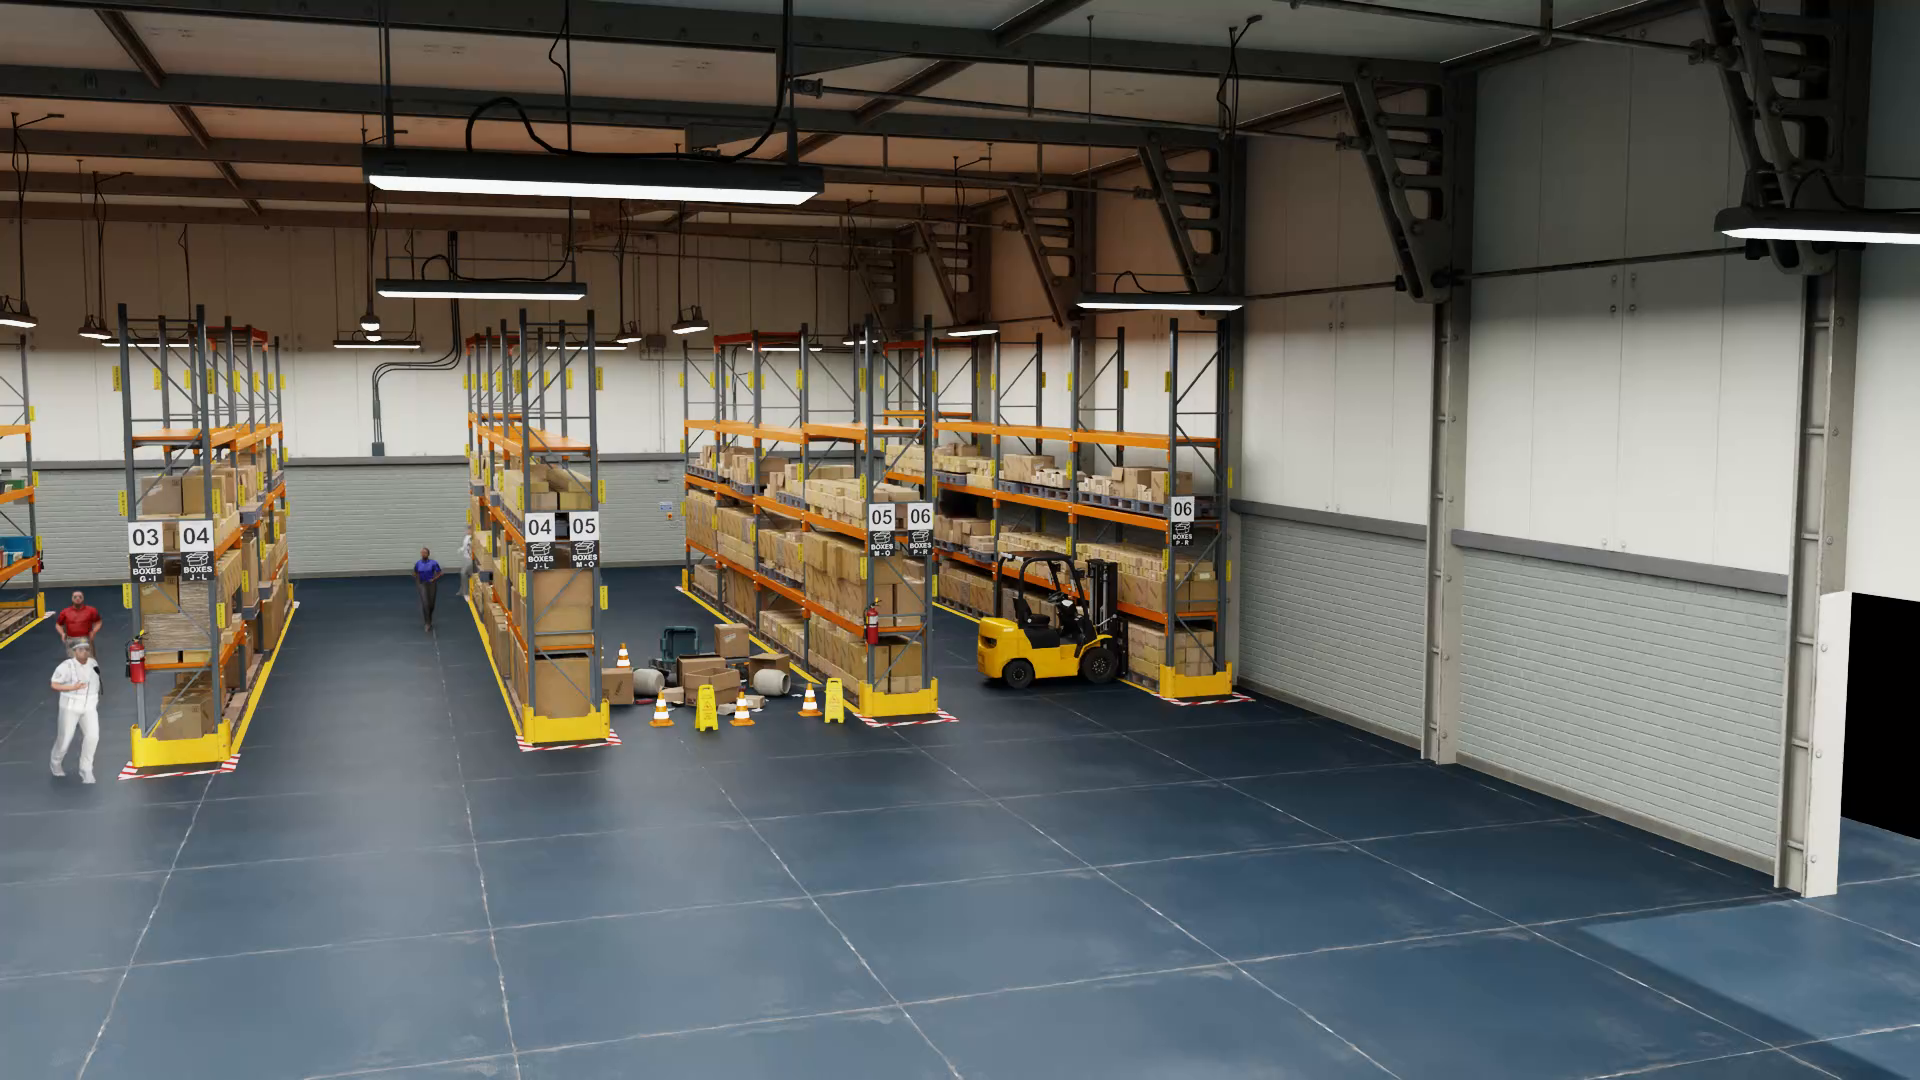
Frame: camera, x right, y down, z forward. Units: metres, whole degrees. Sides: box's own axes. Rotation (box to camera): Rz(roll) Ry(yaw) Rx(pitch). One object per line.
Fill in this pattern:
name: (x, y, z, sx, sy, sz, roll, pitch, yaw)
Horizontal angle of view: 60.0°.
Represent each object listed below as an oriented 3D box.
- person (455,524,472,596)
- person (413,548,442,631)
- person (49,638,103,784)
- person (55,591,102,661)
person: (-11.504, 0.470, 39.083, 0.673, 1.722, 0.671, -4, 7, -37)
person: (-10.842, 0.983, 33.888, 0.574, 1.658, 0.792, -1, 6, -15)
person: (-11.123, 2.142, 20.983, 0.807, 1.847, 0.639, 4, 7, 38)
person: (-14.073, 1.647, 26.576, 0.664, 1.675, 0.645, -3, 6, -28)
